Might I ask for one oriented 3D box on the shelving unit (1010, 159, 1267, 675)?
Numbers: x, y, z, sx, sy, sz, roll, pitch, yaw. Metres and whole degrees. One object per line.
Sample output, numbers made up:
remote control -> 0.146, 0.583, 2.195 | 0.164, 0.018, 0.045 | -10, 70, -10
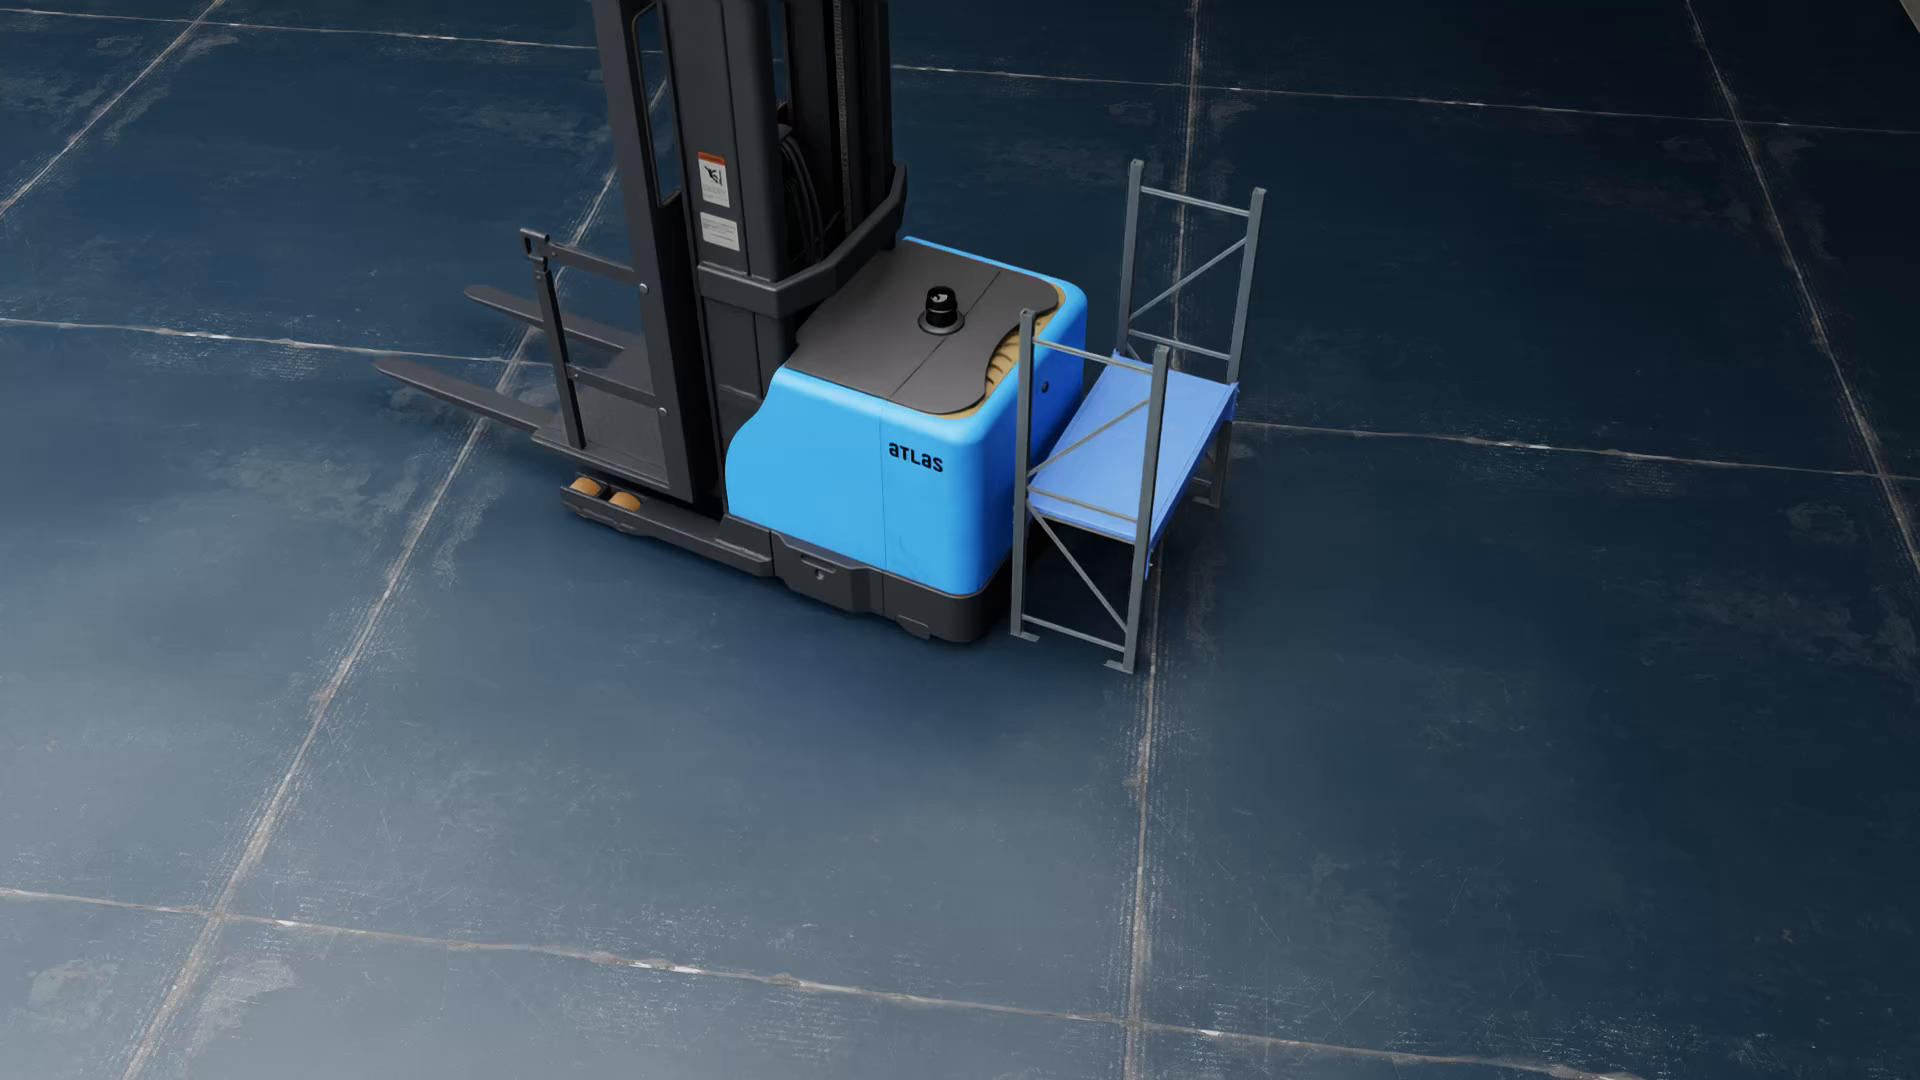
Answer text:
shelving unit -> 0.638, -0.438, 6.122 | 0.538, 1.500, 1.048 | 18, 46, 18

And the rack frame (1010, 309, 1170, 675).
rack frame -> 0.426, -0.120, 5.786 | 0.500, 1.500, 0.032 | 18, 46, 18

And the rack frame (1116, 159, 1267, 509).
rack frame -> 0.850, -0.756, 6.457 | 0.500, 1.500, 0.032 | 18, 46, 18

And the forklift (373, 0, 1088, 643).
forklift -> -1.059, -1.397, 6.093 | 3.031, 2.935, 1.130 | 19, 47, 19

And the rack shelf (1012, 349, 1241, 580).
rack shelf -> 0.638, -0.307, 6.245 | 0.538, 0.185, 1.000 | 18, 46, 18
